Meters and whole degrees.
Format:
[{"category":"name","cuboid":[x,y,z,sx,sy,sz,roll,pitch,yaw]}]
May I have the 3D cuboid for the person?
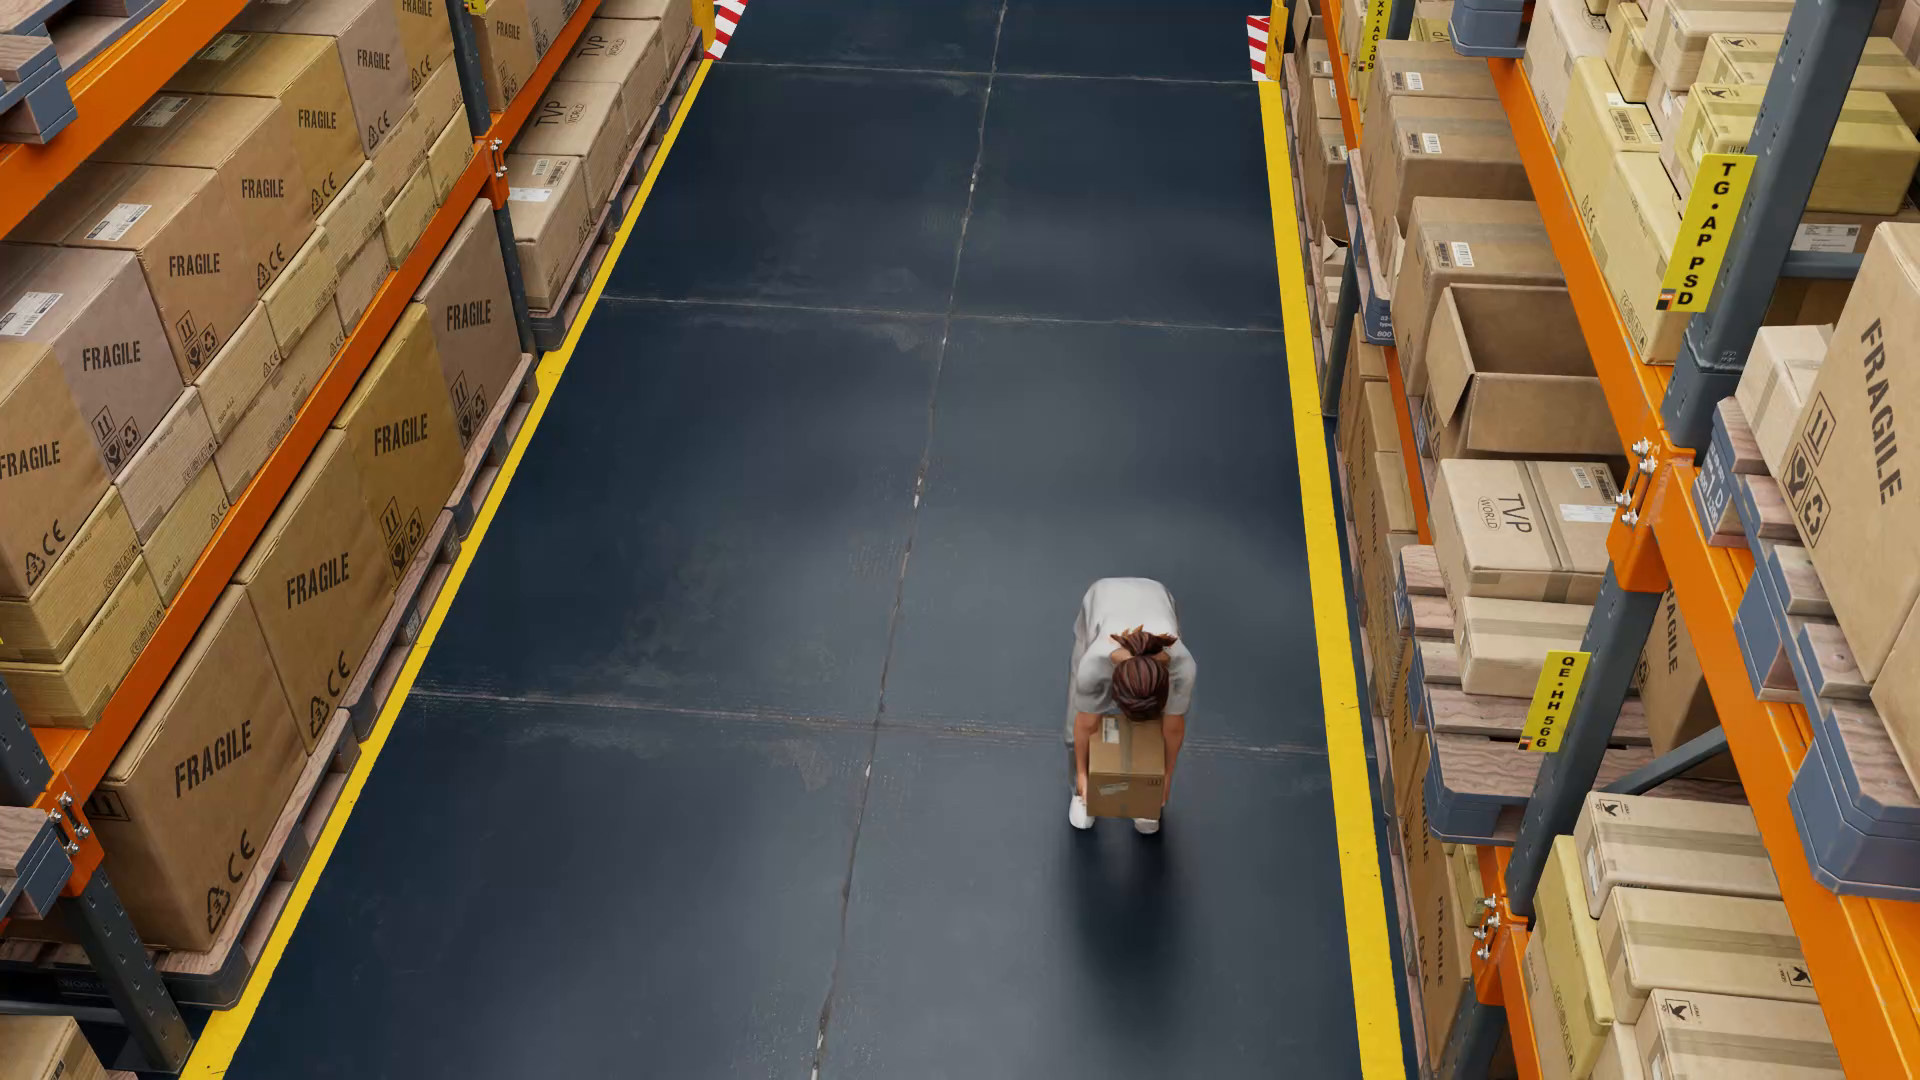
[{"category":"person","cuboid":[0.570,0.655,5.714,0.414,1.252,0.836,2,40,2]}]
